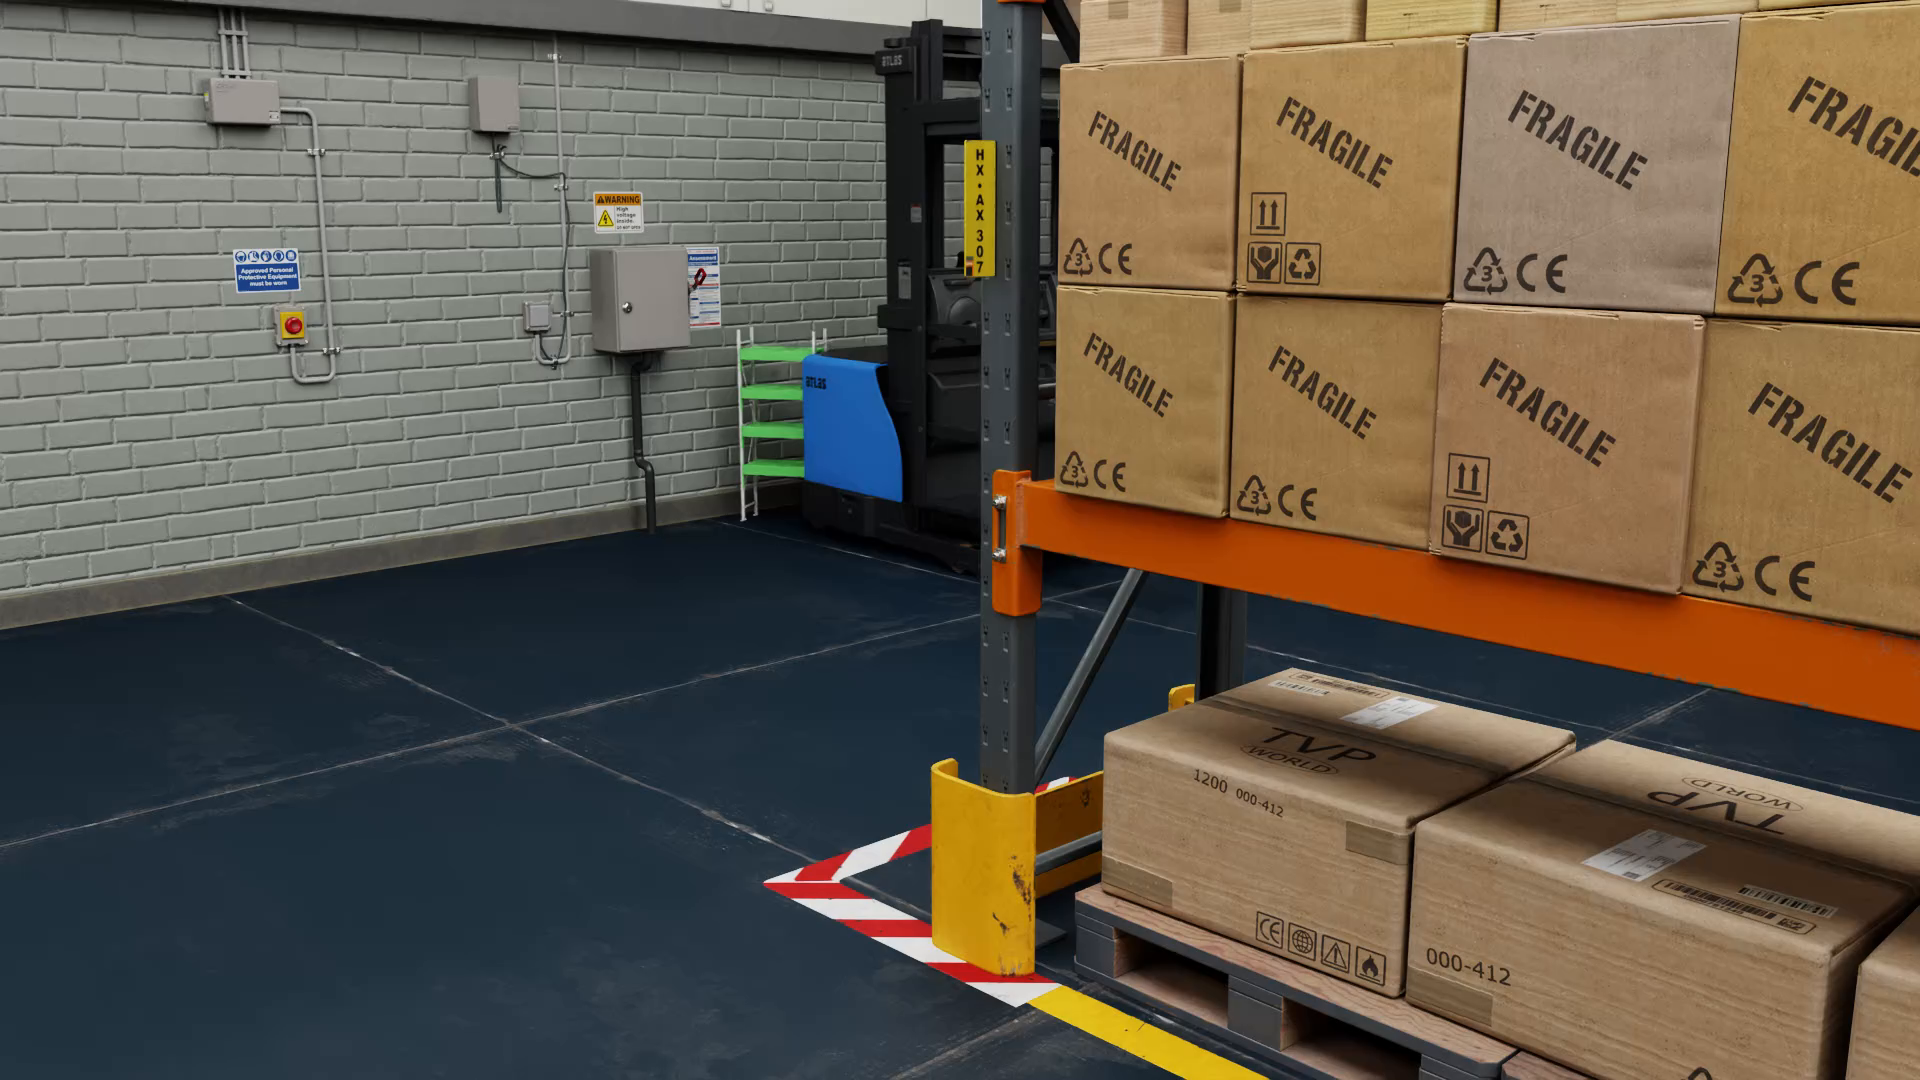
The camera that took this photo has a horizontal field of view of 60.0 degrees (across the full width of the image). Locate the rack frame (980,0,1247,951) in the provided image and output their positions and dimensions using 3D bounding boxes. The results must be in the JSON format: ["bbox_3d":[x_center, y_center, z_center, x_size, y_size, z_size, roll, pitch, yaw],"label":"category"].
[{"bbox_3d":[0.454,-0.421,4.522,1.000,3.000,0.127,-11,16,-43],"label":"rack frame"}]

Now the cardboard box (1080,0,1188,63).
[{"bbox_3d":[0.499,-1.187,3.907,0.380,0.149,0.250,-10,16,-41],"label":"cardboard box"}]

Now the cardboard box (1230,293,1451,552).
[{"bbox_3d":[0.947,-0.290,3.638,0.500,0.500,0.500,-11,16,-43],"label":"cardboard box"}]

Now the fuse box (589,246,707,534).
[{"bbox_3d":[-1.837,-0.881,9.948,0.539,1.711,0.414,-11,16,-43],"label":"fuse box"}]

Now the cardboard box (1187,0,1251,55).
[{"bbox_3d":[0.732,-1.159,3.769,0.380,0.149,0.250,-10,16,-41],"label":"cardboard box"}]

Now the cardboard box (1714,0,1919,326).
[{"bbox_3d":[1.648,-0.629,2.805,0.500,0.500,0.500,-11,16,-42],"label":"cardboard box"}]

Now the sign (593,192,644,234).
[{"bbox_3d":[-2.020,-1.939,9.844,0.339,0.242,0.001,-11,16,-43],"label":"sign"}]

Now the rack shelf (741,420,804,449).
[{"bbox_3d":[-1.104,-0.657,10.445,0.480,0.148,0.258,3,12,14],"label":"rack shelf"}]

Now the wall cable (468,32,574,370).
[{"bbox_3d":[-2.439,-1.938,9.365,0.588,1.984,0.122,-11,16,-43],"label":"wall cable"}]

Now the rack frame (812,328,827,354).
[{"bbox_3d":[-0.867,-0.708,10.375,0.015,1.200,0.240,3,12,14],"label":"rack frame"}]

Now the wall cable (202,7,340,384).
[{"bbox_3d":[-3.457,-1.754,8.395,0.585,1.953,0.123,-11,16,-43],"label":"wall cable"}]

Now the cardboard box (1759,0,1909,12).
[{"bbox_3d":[1.540,-0.955,2.780,0.250,0.149,0.380,11,16,44],"label":"cardboard box"}]

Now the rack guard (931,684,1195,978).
[{"bbox_3d":[0.438,0.800,4.791,1.175,0.500,0.348,-11,16,-43],"label":"rack guard"}]

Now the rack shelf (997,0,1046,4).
[{"bbox_3d":[1.835,-1.246,2.875,1.077,0.370,4.000,-11,16,-43],"label":"rack shelf"}]

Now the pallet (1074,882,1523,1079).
[{"bbox_3d":[1.063,1.051,4.290,1.003,0.211,1.213,-11,16,-43],"label":"pallet"}]

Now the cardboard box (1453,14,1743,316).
[{"bbox_3d":[1.303,-0.702,3.157,0.500,0.500,0.500,-11,16,-43],"label":"cardboard box"}]

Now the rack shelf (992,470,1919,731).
[{"bbox_3d":[1.835,0.223,3.178,1.077,0.370,4.000,-11,16,-43],"label":"rack shelf"}]

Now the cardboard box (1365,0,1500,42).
[{"bbox_3d":[1.023,-1.069,3.333,0.250,0.149,0.380,11,16,43],"label":"cardboard box"}]

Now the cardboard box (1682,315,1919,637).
[{"bbox_3d":[1.644,-0.143,2.922,0.500,0.500,0.500,-10,15,-41],"label":"cardboard box"}]

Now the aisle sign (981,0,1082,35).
[{"bbox_3d":[0.195,-1.664,4.114,0.394,0.787,0.004,-11,16,-43],"label":"aisle sign"}]

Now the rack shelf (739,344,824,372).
[{"bbox_3d":[-1.104,-1.127,10.349,0.480,0.148,0.258,3,12,14],"label":"rack shelf"}]

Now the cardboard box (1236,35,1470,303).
[{"bbox_3d":[0.941,-0.776,3.517,0.500,0.500,0.500,11,16,44],"label":"cardboard box"}]

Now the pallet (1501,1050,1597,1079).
[{"bbox_3d":[1.901,1.228,3.426,1.003,0.211,1.213,-11,16,-43],"label":"pallet"}]

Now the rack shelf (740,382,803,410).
[{"bbox_3d":[-1.104,-0.892,10.397,0.480,0.148,0.258,3,12,14],"label":"rack shelf"}]

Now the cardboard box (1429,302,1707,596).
[{"bbox_3d":[1.286,-0.213,3.265,0.500,0.500,0.500,-11,16,-43],"label":"cardboard box"}]

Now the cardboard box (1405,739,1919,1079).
[{"bbox_3d":[1.620,0.843,3.695,0.875,0.438,0.875,-10,16,-41],"label":"cardboard box"}]

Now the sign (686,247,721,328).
[{"bbox_3d":[-1.622,-1.565,10.308,0.329,0.494,0.001,-11,16,-43],"label":"sign"}]

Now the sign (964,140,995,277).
[{"bbox_3d":[0.049,-0.807,4.055,0.100,0.325,0.005,-11,16,-43],"label":"sign"}]

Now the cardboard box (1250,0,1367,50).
[{"bbox_3d":[0.828,-1.105,3.507,0.380,0.149,0.250,-10,15,-41],"label":"cardboard box"}]

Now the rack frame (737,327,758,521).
[{"bbox_3d":[-1.341,-0.732,10.490,0.015,1.200,0.240,3,12,14],"label":"rack frame"}]

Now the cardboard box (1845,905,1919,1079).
[{"bbox_3d":[2.242,0.975,3.056,0.875,0.438,0.875,11,16,43],"label":"cardboard box"}]

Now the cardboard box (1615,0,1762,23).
[{"bbox_3d":[1.384,-0.996,2.978,0.380,0.149,0.250,-11,16,-42],"label":"cardboard box"}]

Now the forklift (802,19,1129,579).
[{"bbox_3d":[0.348,-1.337,9.136,1.130,2.935,3.031,-9,15,-38],"label":"forklift"}]

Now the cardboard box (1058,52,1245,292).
[{"bbox_3d":[0.580,-0.850,3.878,0.500,0.500,0.500,-11,16,-44],"label":"cardboard box"}]

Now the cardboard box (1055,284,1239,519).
[{"bbox_3d":[0.578,-0.360,3.977,0.500,0.500,0.500,-11,16,-43],"label":"cardboard box"}]

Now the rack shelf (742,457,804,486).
[{"bbox_3d":[-1.104,-0.422,10.494,0.480,0.148,0.258,3,12,14],"label":"rack shelf"}]

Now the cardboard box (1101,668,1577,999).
[{"bbox_3d":[0.982,0.711,4.338,0.875,0.438,0.875,11,16,43],"label":"cardboard box"}]

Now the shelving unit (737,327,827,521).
[{"bbox_3d":[-1.104,-0.720,10.433,0.503,1.200,0.258,3,12,14],"label":"shelving unit"}]

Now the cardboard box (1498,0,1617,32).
[{"bbox_3d":[1.242,-1.038,3.183,0.380,0.149,0.250,-11,16,-42],"label":"cardboard box"}]

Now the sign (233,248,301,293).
[{"bbox_3d":[-3.534,-1.375,8.484,0.327,0.218,0.001,-11,16,-43],"label":"sign"}]
